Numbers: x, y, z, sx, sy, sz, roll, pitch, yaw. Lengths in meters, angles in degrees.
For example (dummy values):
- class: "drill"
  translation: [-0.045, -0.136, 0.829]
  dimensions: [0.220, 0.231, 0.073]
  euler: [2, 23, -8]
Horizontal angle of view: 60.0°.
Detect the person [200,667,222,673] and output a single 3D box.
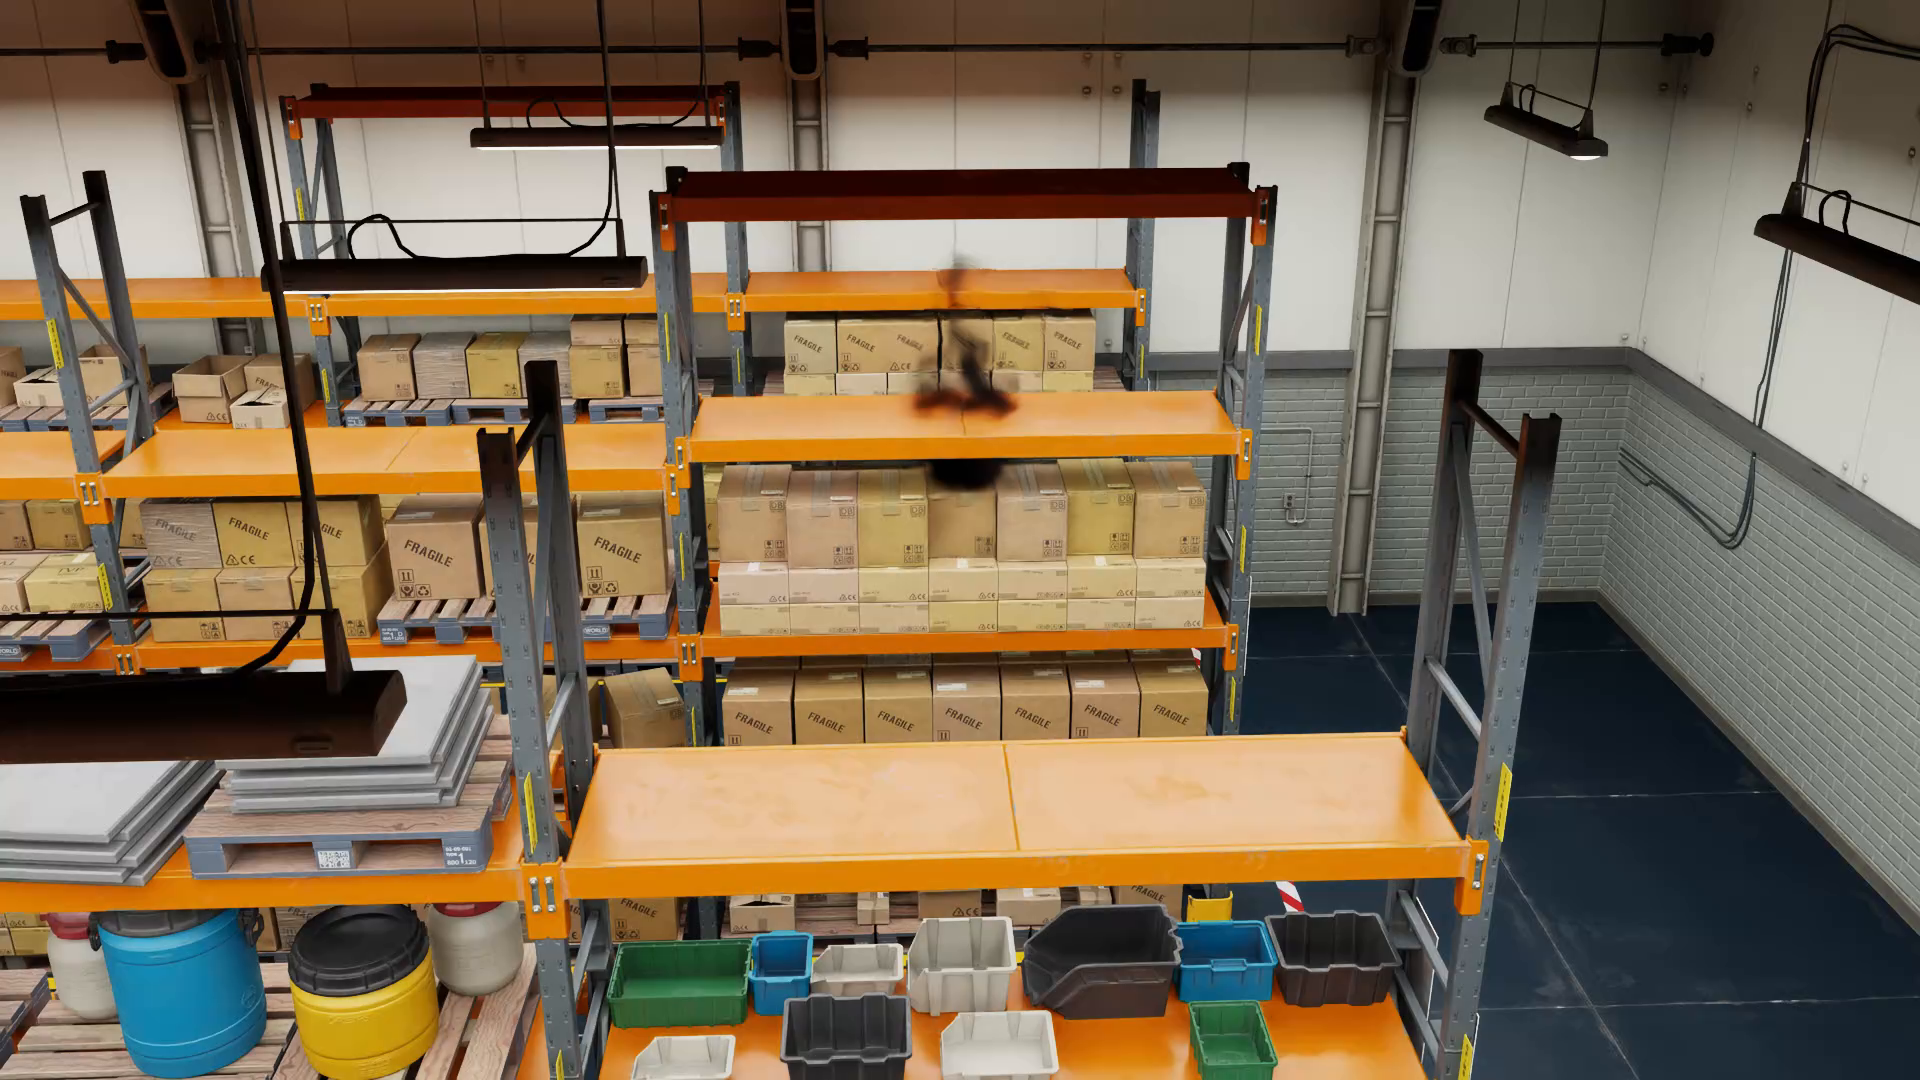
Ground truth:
- class: "person"
  translation: [-6.741, 1.653, 14.766]
  dimensions: [0.613, 1.739, 0.652]
  euler: [-4, 22, -9]
